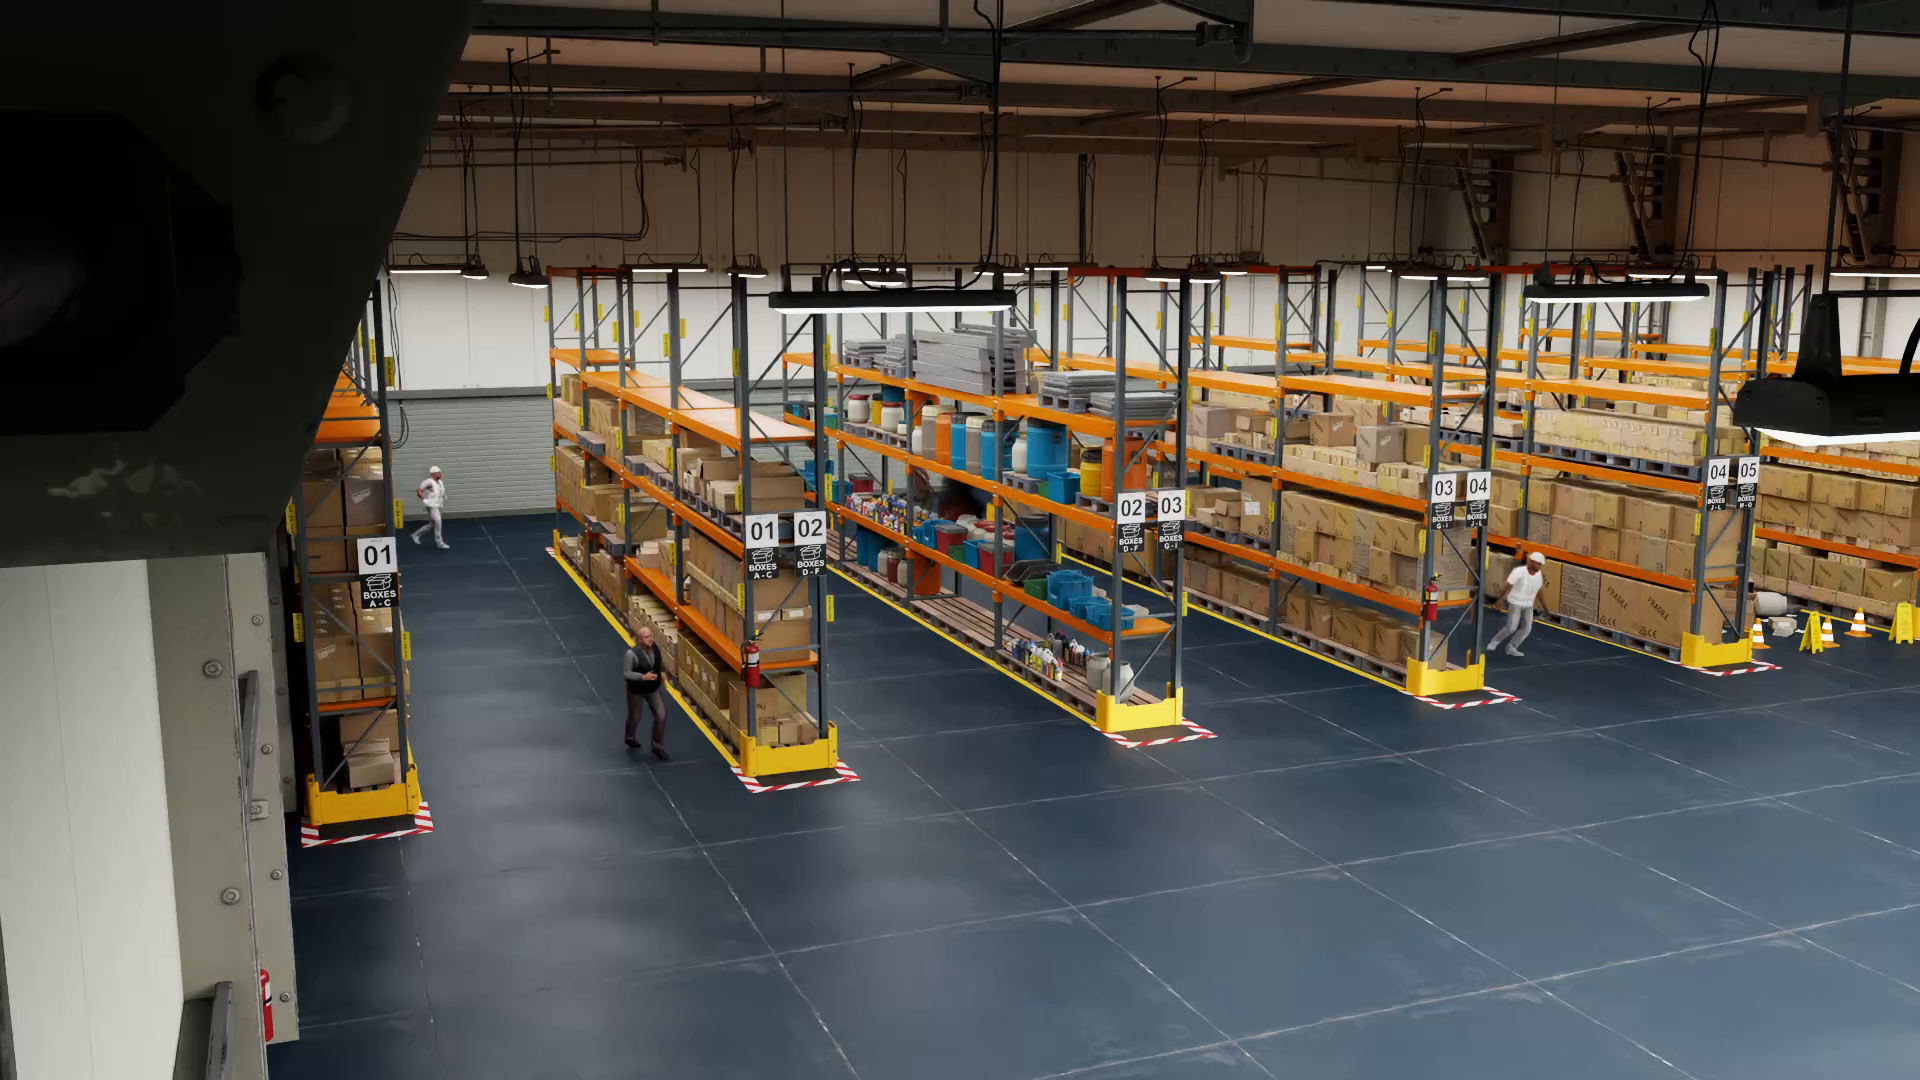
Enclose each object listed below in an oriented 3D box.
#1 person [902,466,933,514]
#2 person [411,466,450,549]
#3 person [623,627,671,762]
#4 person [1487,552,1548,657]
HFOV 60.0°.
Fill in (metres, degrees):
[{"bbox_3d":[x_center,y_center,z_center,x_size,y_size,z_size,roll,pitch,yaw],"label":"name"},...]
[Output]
[{"bbox_3d":[-0.978,-1.445,39.934,0.804,1.745,0.719,1,10,8],"label":"person"},{"bbox_3d":[-11.285,-0.716,35.643,0.976,1.724,0.725,2,10,10],"label":"person"},{"bbox_3d":[-3.980,1.909,20.860,0.648,1.708,0.934,-7,12,-36],"label":"person"},{"bbox_3d":[8.763,0.993,26.033,0.827,1.682,0.699,-5,11,-25],"label":"person"}]
